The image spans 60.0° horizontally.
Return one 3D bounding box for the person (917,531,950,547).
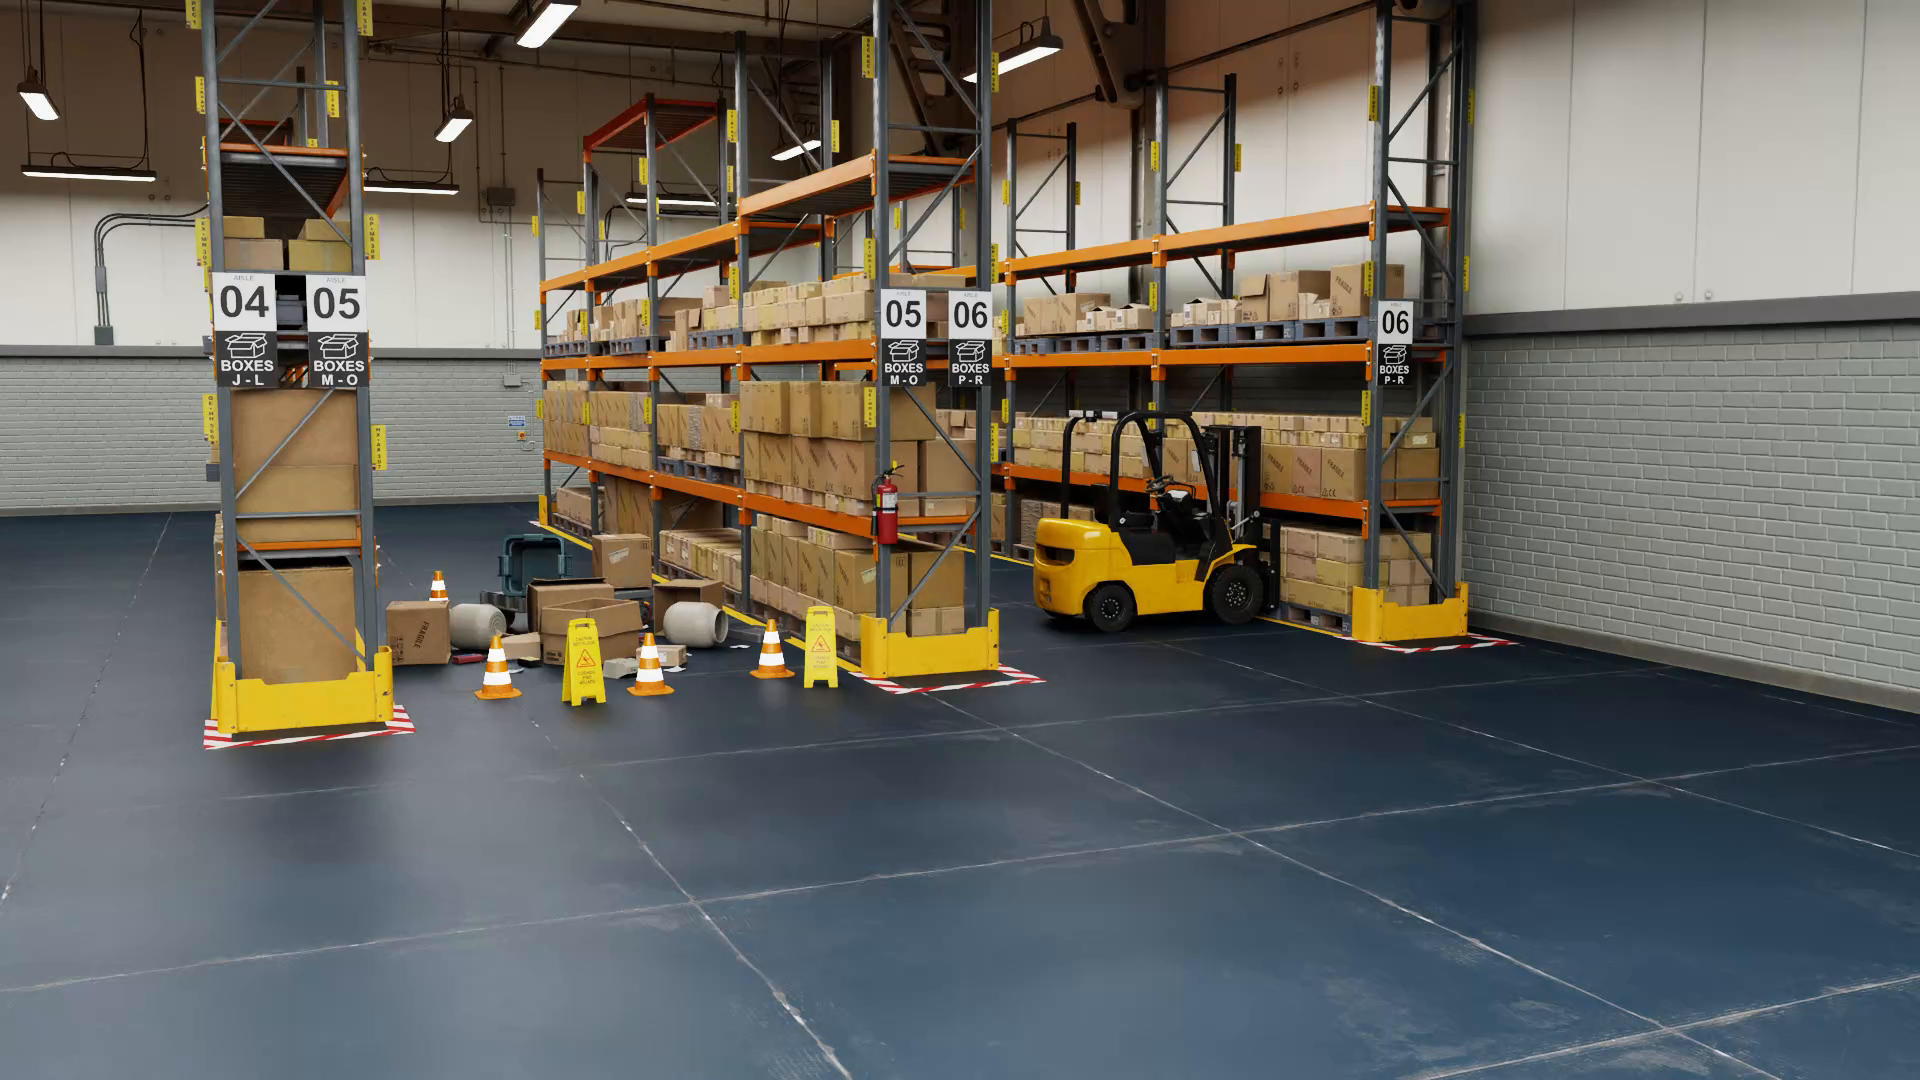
[{"bbox_3d":[-0.262,-0.084,17.910,0.425,1.664,0.551,-2,6,-23],"label":"person"}]
